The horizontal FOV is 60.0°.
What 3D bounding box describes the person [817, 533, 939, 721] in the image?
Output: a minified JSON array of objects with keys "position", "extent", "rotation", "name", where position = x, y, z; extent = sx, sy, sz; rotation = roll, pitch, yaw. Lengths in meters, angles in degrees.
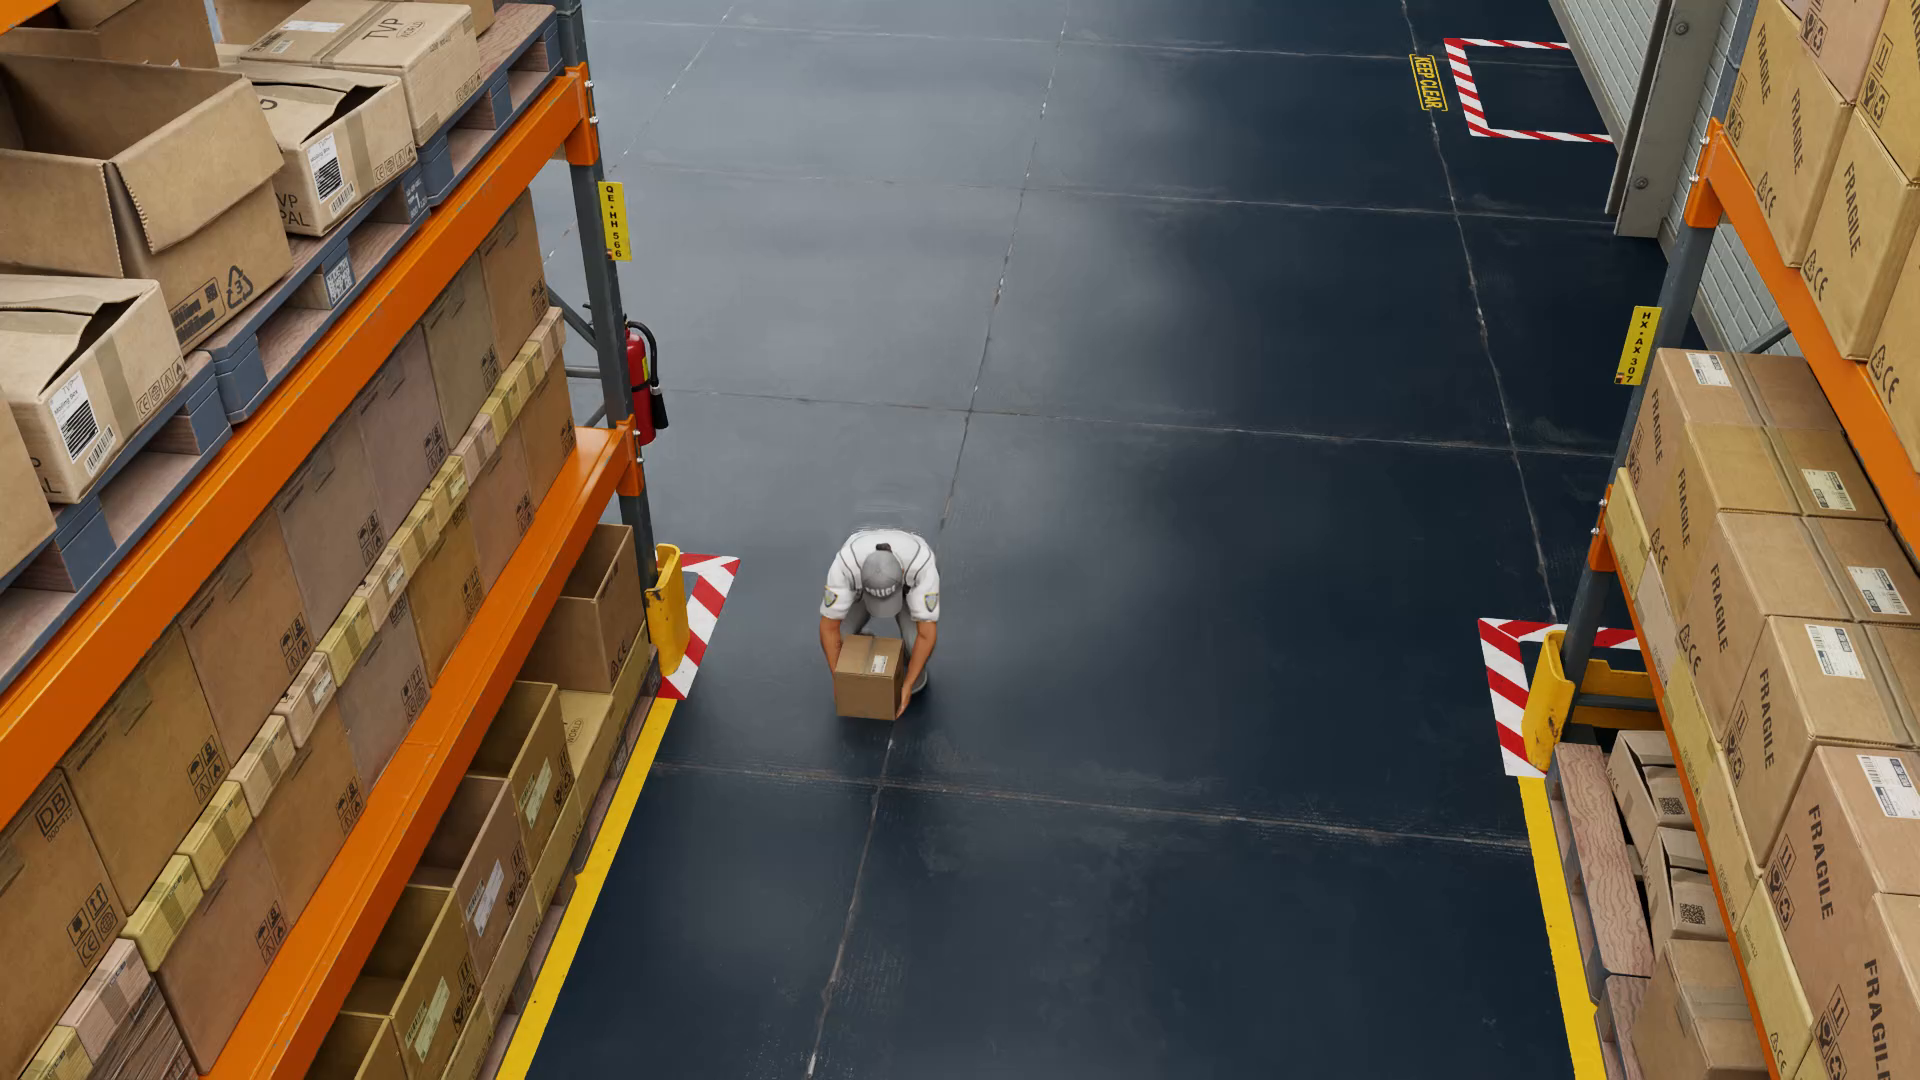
[{"position":[-0.349,0.276,7.288],"extent":[0.500,0.940,0.843],"rotation":[4,37,6],"name":"person"}]
